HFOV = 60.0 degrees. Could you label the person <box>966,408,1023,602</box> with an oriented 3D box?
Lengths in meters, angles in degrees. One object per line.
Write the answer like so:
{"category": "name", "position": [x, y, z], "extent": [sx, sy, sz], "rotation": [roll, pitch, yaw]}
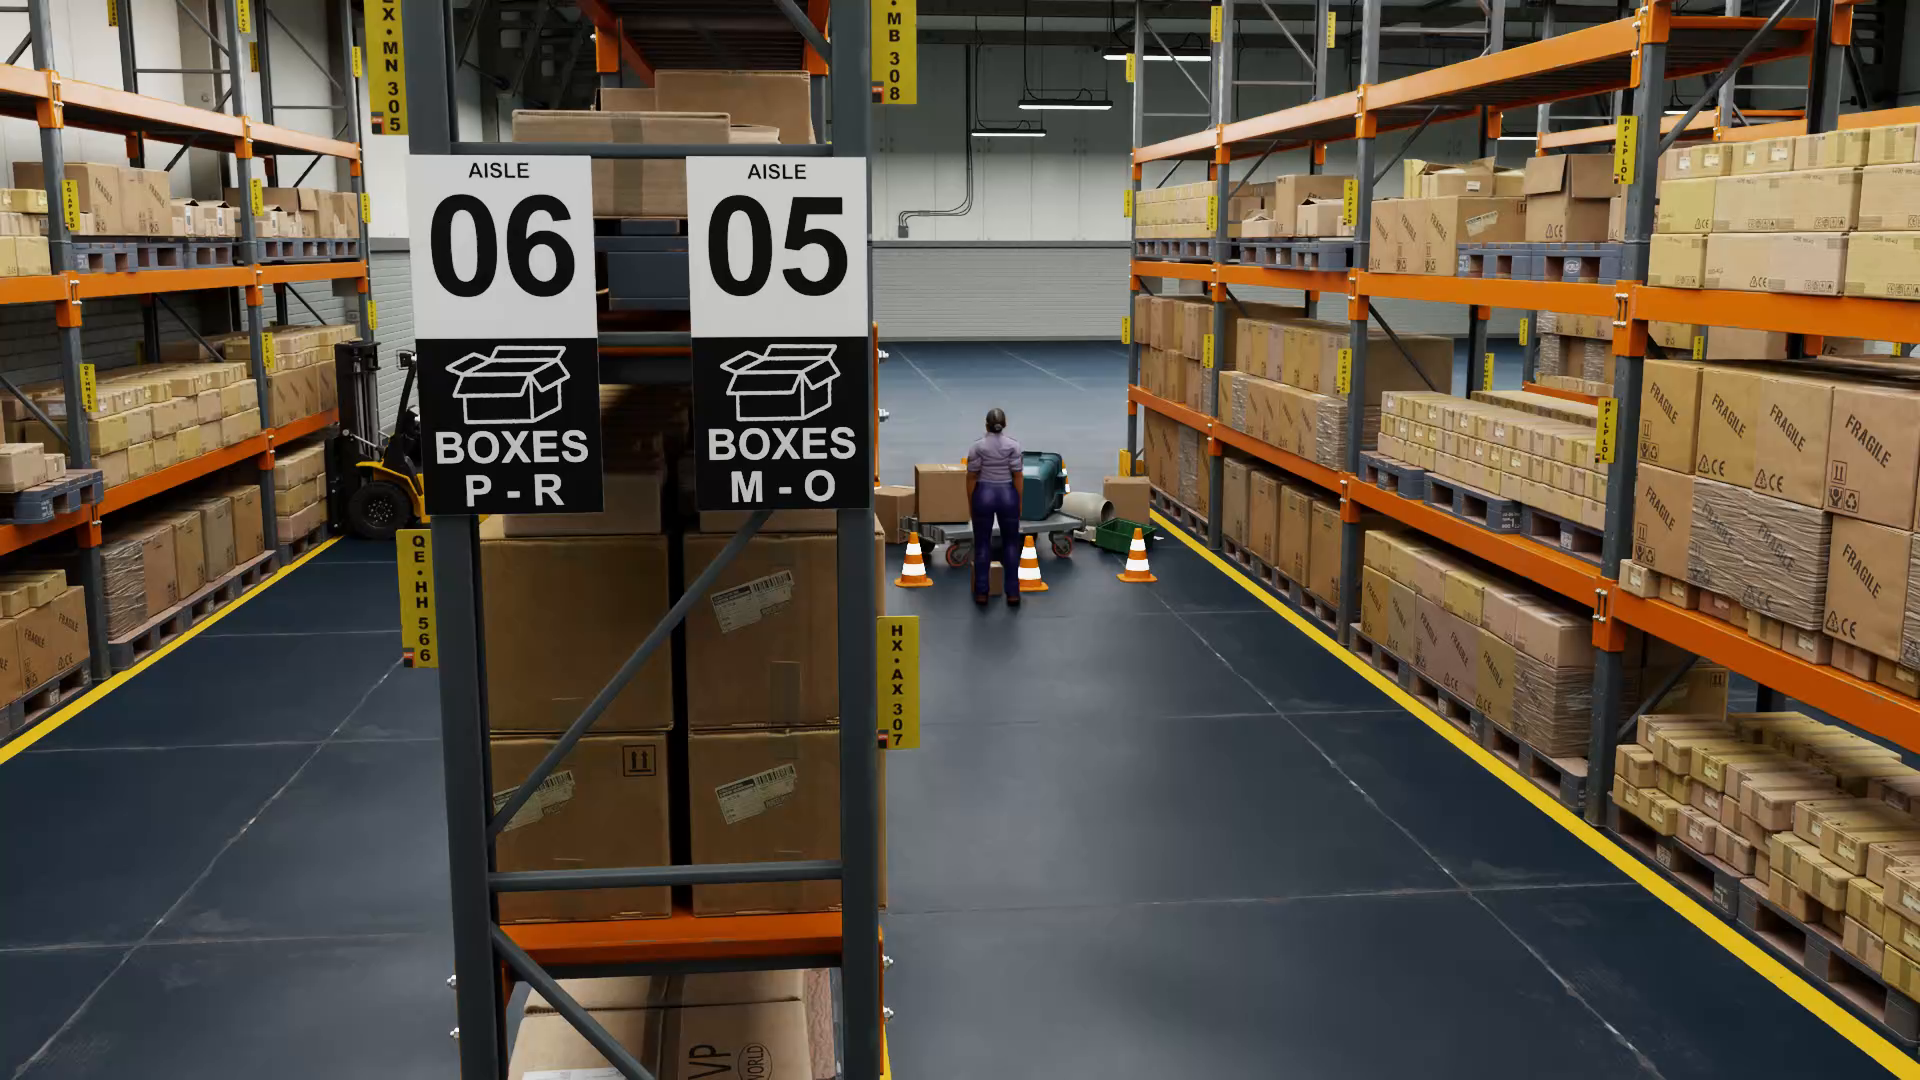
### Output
{"category": "person", "position": [0.289, -0.291, 13.944], "extent": [0.478, 1.655, 0.366], "rotation": [0, 10, 0]}
